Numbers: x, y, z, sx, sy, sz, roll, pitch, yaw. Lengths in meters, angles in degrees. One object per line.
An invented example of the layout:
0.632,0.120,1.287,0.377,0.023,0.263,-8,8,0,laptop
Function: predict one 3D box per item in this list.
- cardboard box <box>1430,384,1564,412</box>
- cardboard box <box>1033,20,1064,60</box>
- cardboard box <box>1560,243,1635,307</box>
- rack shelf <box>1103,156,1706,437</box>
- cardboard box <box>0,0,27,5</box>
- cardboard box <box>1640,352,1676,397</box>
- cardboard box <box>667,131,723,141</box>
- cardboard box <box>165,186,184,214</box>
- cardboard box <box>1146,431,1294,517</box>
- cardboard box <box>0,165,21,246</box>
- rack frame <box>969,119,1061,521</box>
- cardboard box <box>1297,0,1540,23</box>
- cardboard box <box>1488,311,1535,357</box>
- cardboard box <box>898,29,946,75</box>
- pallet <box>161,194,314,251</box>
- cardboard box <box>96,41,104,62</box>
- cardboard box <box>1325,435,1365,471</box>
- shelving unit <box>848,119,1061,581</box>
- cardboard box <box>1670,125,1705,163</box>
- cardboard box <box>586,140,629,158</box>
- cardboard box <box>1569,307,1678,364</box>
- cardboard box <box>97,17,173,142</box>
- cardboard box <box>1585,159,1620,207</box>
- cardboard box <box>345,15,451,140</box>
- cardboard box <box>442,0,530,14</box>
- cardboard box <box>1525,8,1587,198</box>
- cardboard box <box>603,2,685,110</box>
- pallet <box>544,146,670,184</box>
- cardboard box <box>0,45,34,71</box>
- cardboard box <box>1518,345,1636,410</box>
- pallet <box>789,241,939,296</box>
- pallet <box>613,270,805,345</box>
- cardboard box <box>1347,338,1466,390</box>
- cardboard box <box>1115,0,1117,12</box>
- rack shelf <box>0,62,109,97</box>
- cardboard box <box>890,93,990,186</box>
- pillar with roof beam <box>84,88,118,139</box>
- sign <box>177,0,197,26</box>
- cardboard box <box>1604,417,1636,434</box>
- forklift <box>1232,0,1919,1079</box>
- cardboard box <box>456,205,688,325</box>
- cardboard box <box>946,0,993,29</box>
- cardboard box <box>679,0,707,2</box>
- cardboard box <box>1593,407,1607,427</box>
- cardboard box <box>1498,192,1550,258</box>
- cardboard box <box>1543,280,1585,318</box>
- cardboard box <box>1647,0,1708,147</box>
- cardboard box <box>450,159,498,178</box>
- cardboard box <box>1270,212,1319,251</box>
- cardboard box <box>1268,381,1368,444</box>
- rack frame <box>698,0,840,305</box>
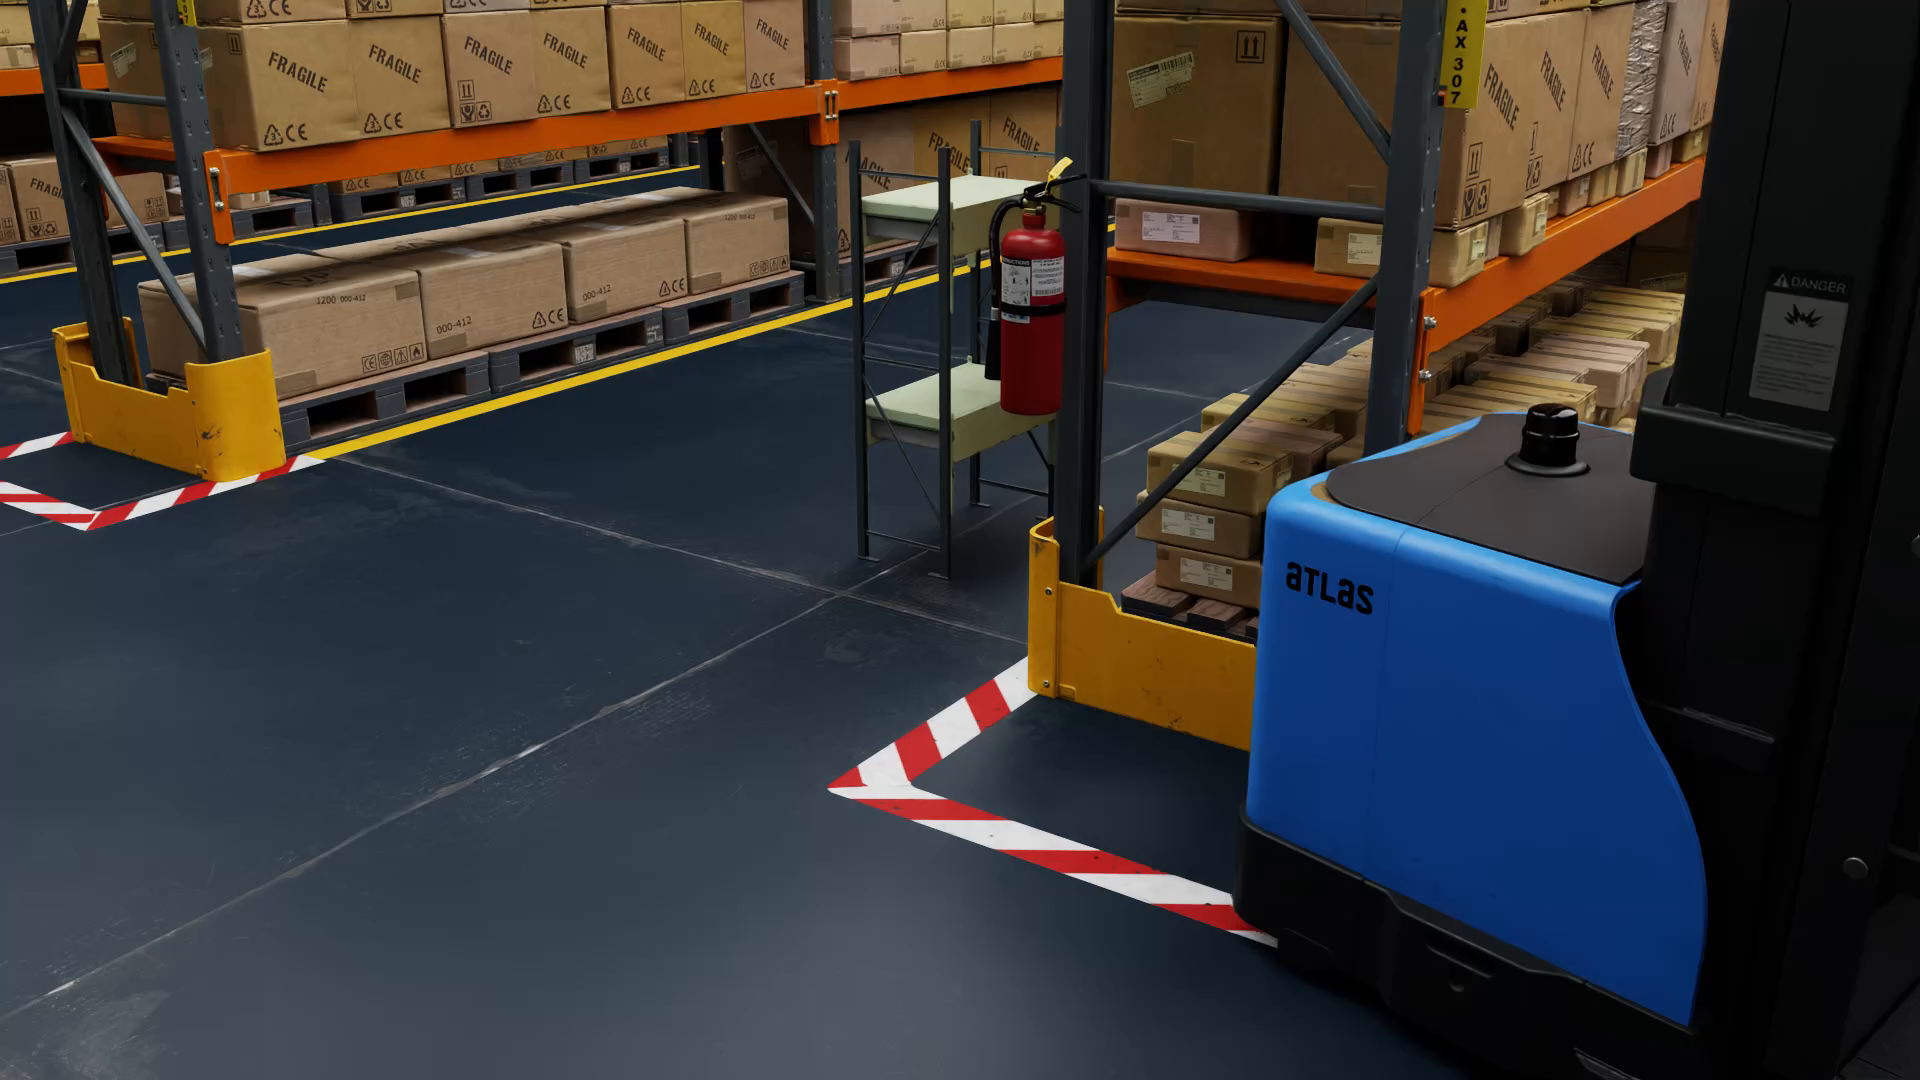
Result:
1.830,-0.408,5.690,0.380,0.149,0.250,14,25,34,cardboard box
0.423,-3.544,11.740,0.500,0.250,0.500,13,24,31,cardboard box
3.173,-1.304,8.463,0.500,0.500,0.500,13,24,31,cardboard box
1.841,-1.106,5.969,1.077,0.370,4.000,13,24,32,rack shelf
-6.220,-3.702,10.656,0.500,0.500,0.500,14,24,33,cardboard box
2.774,-0.704,6.920,0.380,0.149,0.250,12,24,30,cardboard box
-2.682,-4.328,16.459,0.875,0.625,0.625,14,25,34,cardboard box
-5.563,-2.516,12.078,0.396,0.266,0.258,14,25,34,cardboard box
0.805,-0.210,5.155,0.380,0.149,0.250,14,24,32,cardboard box
-6.606,-2.192,10.866,0.700,0.500,0.500,14,25,34,cardboard box
0.209,-0.810,6.294,0.400,1.500,0.023,13,24,32,rack frame
1.189,-1.602,4.259,0.500,0.500,0.500,13,24,31,cardboard box
2.168,-0.869,6.937,0.380,0.149,0.250,13,24,30,cardboard box
-0.430,-3.107,10.557,0.500,0.250,0.500,13,24,31,cardboard box
-5.679,-2.416,12.493,1.003,0.211,1.213,13,24,32,pallet
-5.807,-3.355,11.374,0.380,0.149,0.250,13,24,31,cardboard box
1.348,-0.195,5.116,0.380,0.149,0.250,14,24,33,cardboard box
0.004,-0.705,6.010,0.431,1.500,0.755,13,24,32,shelving unit
2.744,-1.612,6.661,0.380,0.149,0.250,14,25,34,cardboard box
-3.394,-3.788,15.180,0.500,0.500,0.500,13,24,31,cardboard box
2.736,-0.850,6.885,0.380,0.149,0.250,13,24,31,cardboard box
-3.381,-2.043,7.320,0.500,0.500,0.500,13,24,32,cardboard box
2.005,-1.239,5.652,0.380,0.149,0.250,14,25,34,cardboard box
-2.665,-2.085,7.435,0.500,0.500,0.500,13,24,31,cardboard box
-2.361,-2.703,7.663,0.500,0.500,0.500,13,24,31,cardboard box
1.478,-1.290,4.855,0.500,0.500,0.500,13,24,32,cardboard box
-1.790,-2.522,8.615,0.500,0.500,0.500,13,24,31,cardboard box
-3.495,-3.554,15.568,1.003,0.211,1.213,13,24,32,pallet
-6.233,-3.136,10.780,0.380,0.149,0.250,14,24,33,cardboard box
2.308,-0.615,6.250,0.380,0.149,0.250,12,24,30,cardboard box
-0.814,-1.882,11.049,1.003,0.211,1.213,13,24,32,pallet
-1.677,-1.443,9.862,1.003,0.211,1.213,13,24,32,pallet
1.701,-0.655,6.357,0.380,0.149,0.250,13,24,32,cardboard box
1.001,-4.077,12.459,0.500,0.250,0.500,13,24,32,cardboard box
-6.417,-3.010,11.114,1.077,0.370,4.000,13,24,32,rack shelf
-0.401,-2.608,11.450,0.875,0.875,0.875,14,25,33,cardboard box
-2.869,-5.871,9.166,9.100,9.000,0.400,13,24,32,pillar with roof beam
-2.978,-2.139,6.363,0.100,0.325,0.005,13,24,32,sign
2.445,-0.401,6.530,0.380,0.149,0.250,13,24,32,cardboard box
1.993,-0.210,2.608,1.130,2.935,3.031,-18,27,-40,forklift
-2.130,-1.533,9.173,0.875,0.438,0.875,12,24,30,cardboard box
-0.129,-3.484,10.855,0.500,0.250,0.500,14,24,32,cardboard box
-1.514,-3.136,8.835,0.500,0.500,0.500,13,24,31,cardboard box
2.257,-0.501,6.372,0.380,0.149,0.250,12,23,29,cardboard box
1.475,-0.929,4.814,0.380,0.149,0.250,12,24,30,cardboard box
2.601,-1.098,7.556,0.380,0.149,0.250,14,25,34,cardboard box
2.354,-1.719,6.015,0.500,0.500,0.500,13,24,32,cardboard box
-4.259,-3.337,13.961,0.500,0.500,0.500,12,24,30,cardboard box
0.837,-0.965,4.911,0.380,0.149,0.250,13,24,32,cardboard box
1.232,-0.432,5.755,0.380,0.149,0.250,12,24,30,cardboard box
-1.185,-2.954,9.927,1.000,3.000,0.127,13,24,32,rack frame
